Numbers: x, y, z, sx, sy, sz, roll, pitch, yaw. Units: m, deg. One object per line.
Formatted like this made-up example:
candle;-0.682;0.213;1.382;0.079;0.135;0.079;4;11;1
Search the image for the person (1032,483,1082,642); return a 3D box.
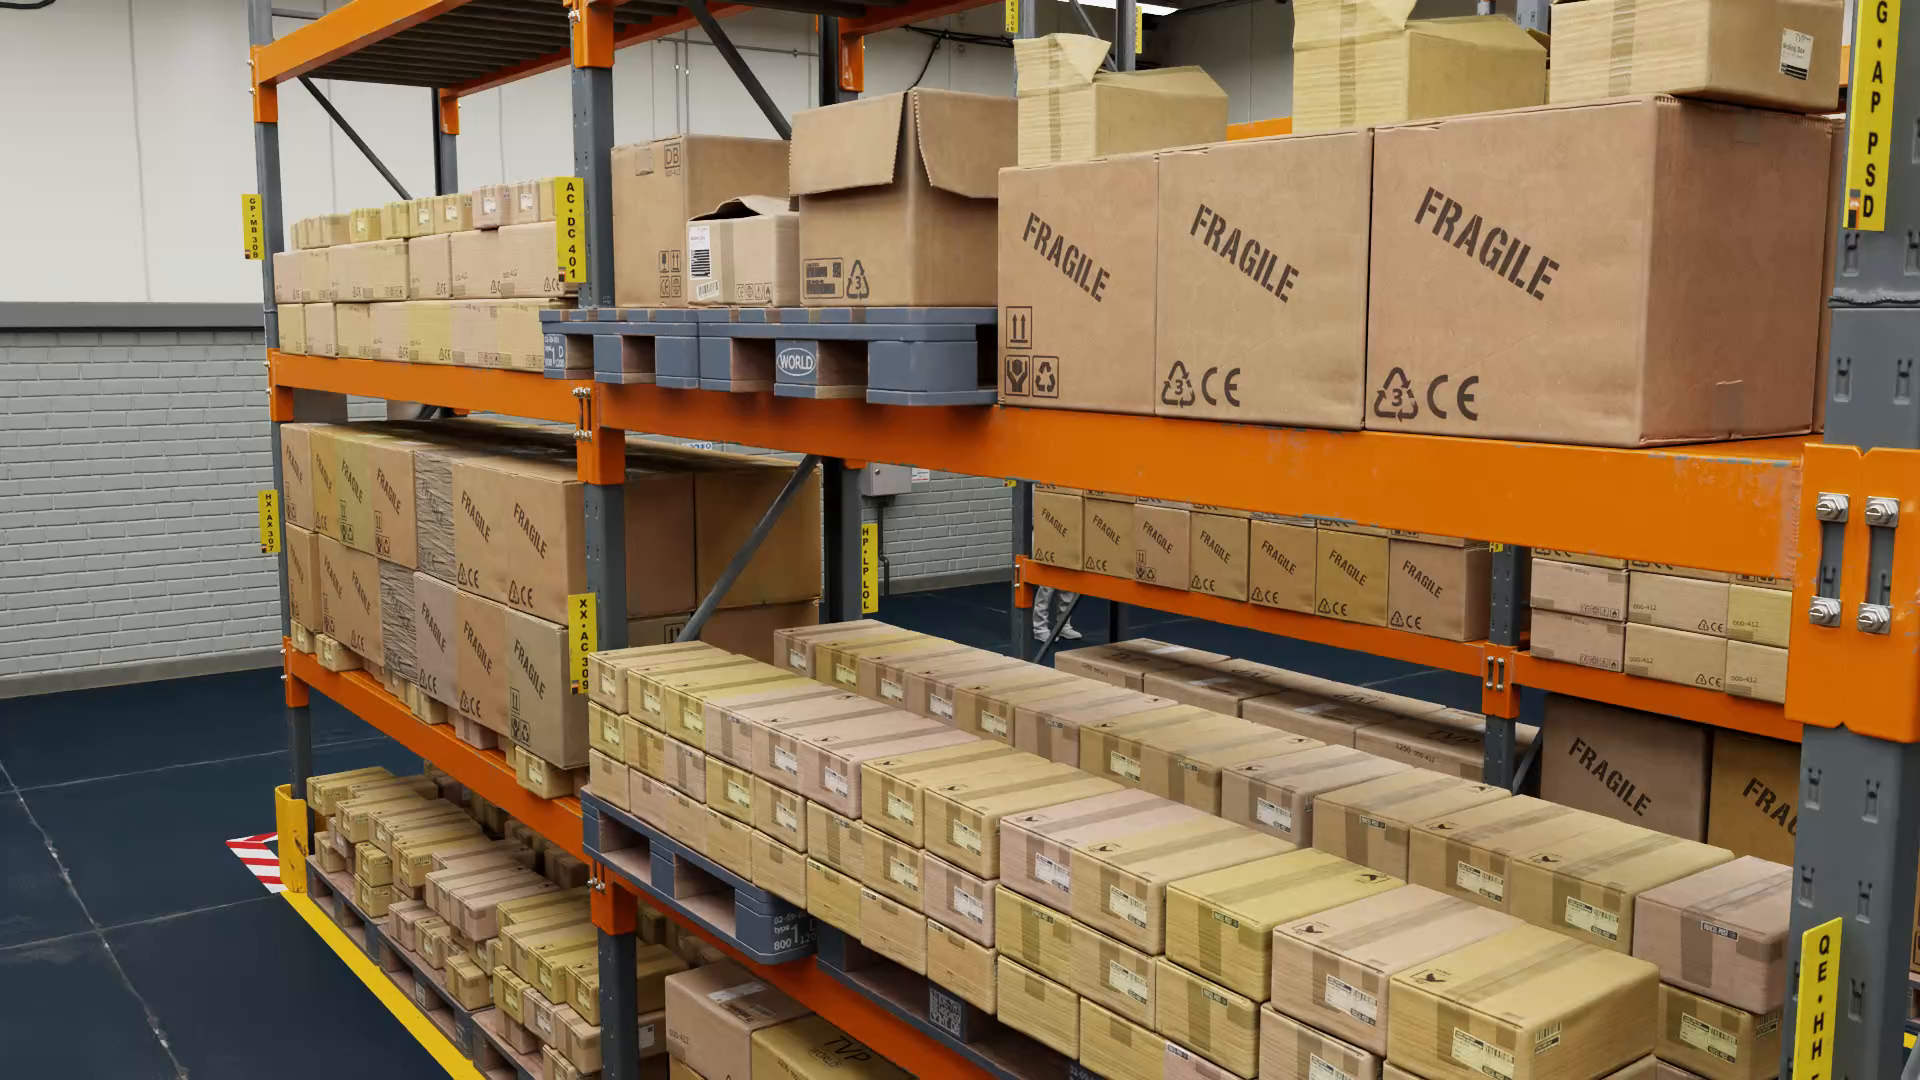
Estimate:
person;0.942;0.047;15.358;0.532;1.789;0.541;-6;10;-36
